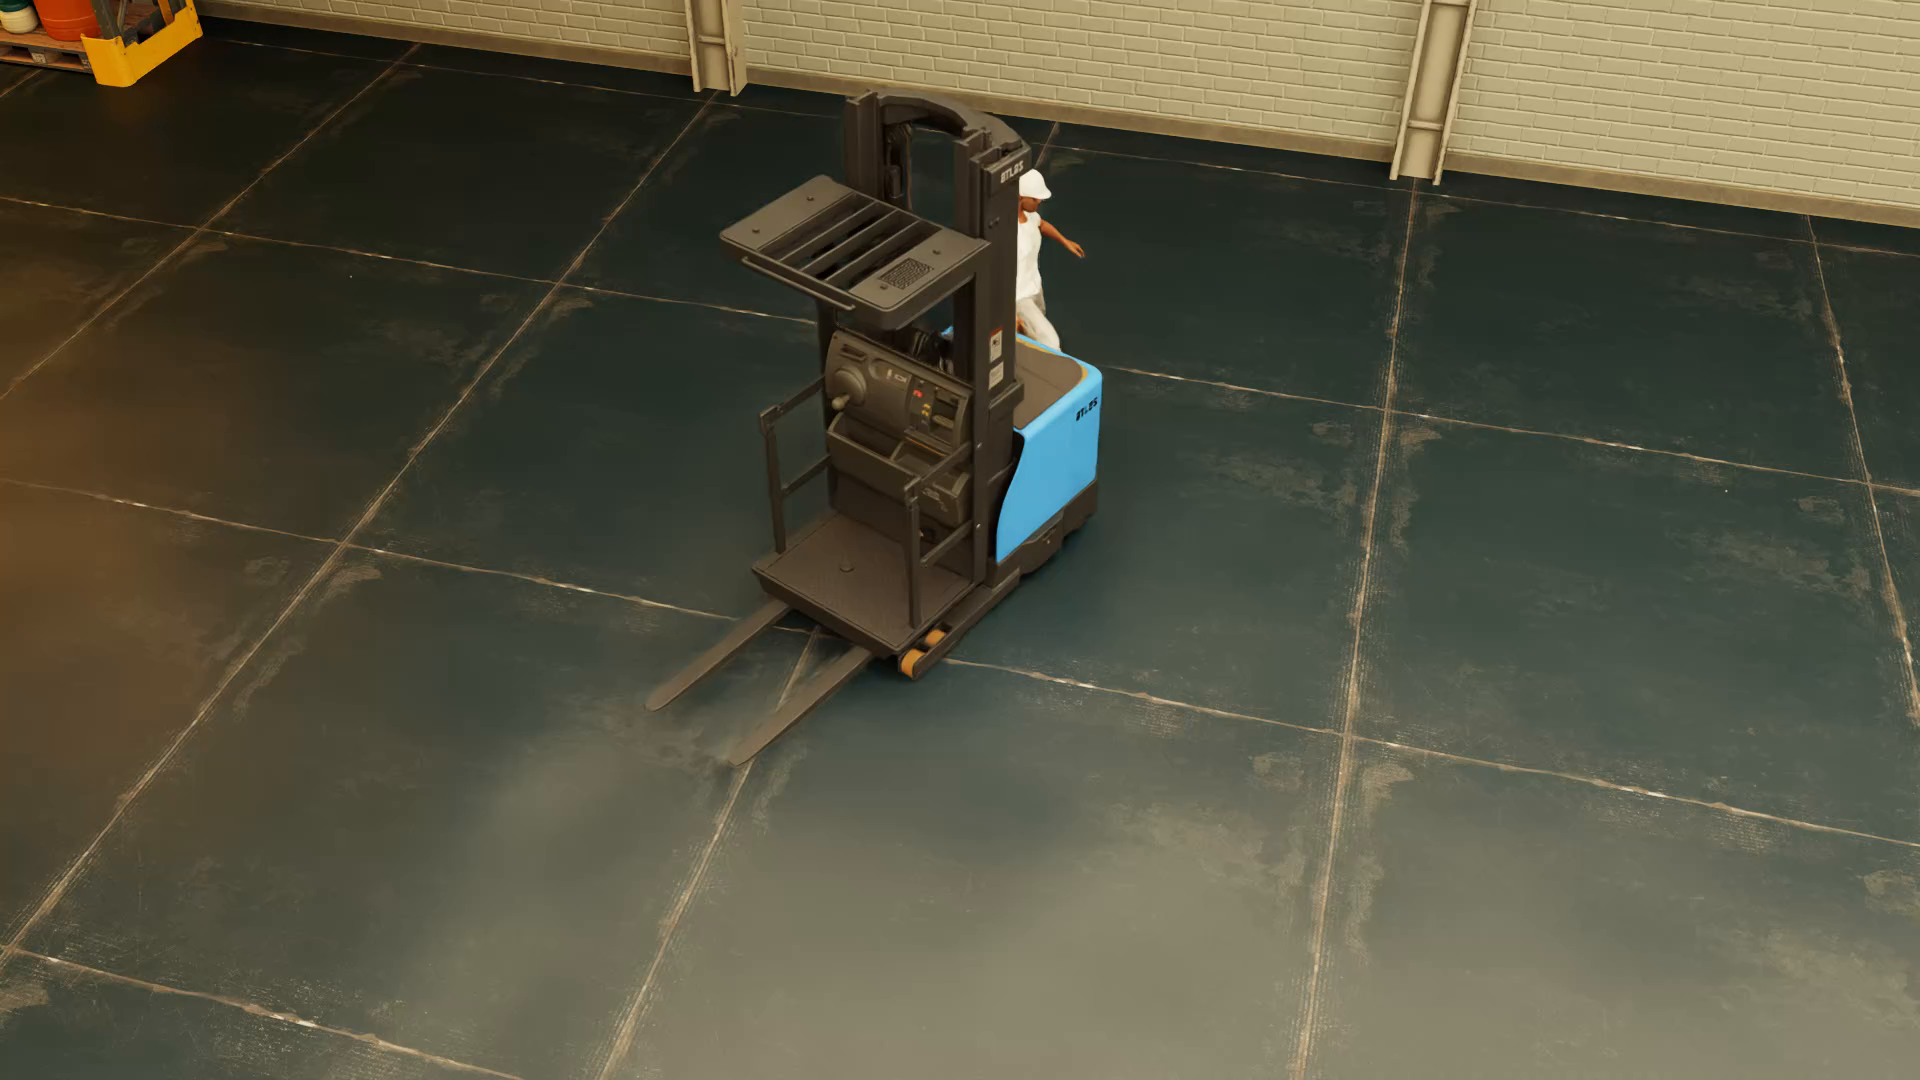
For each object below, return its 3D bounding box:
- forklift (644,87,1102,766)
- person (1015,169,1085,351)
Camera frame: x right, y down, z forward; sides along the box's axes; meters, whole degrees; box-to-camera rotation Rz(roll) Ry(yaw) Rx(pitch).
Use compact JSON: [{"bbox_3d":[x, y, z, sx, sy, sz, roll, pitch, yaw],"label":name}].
[{"bbox_3d":[-0.468,-0.707,8.668,1.130,2.935,3.031,27,48,28],"label":"forklift"},{"bbox_3d":[0.417,-1.684,10.803,0.720,1.627,1.020,13,43,15],"label":"person"}]
